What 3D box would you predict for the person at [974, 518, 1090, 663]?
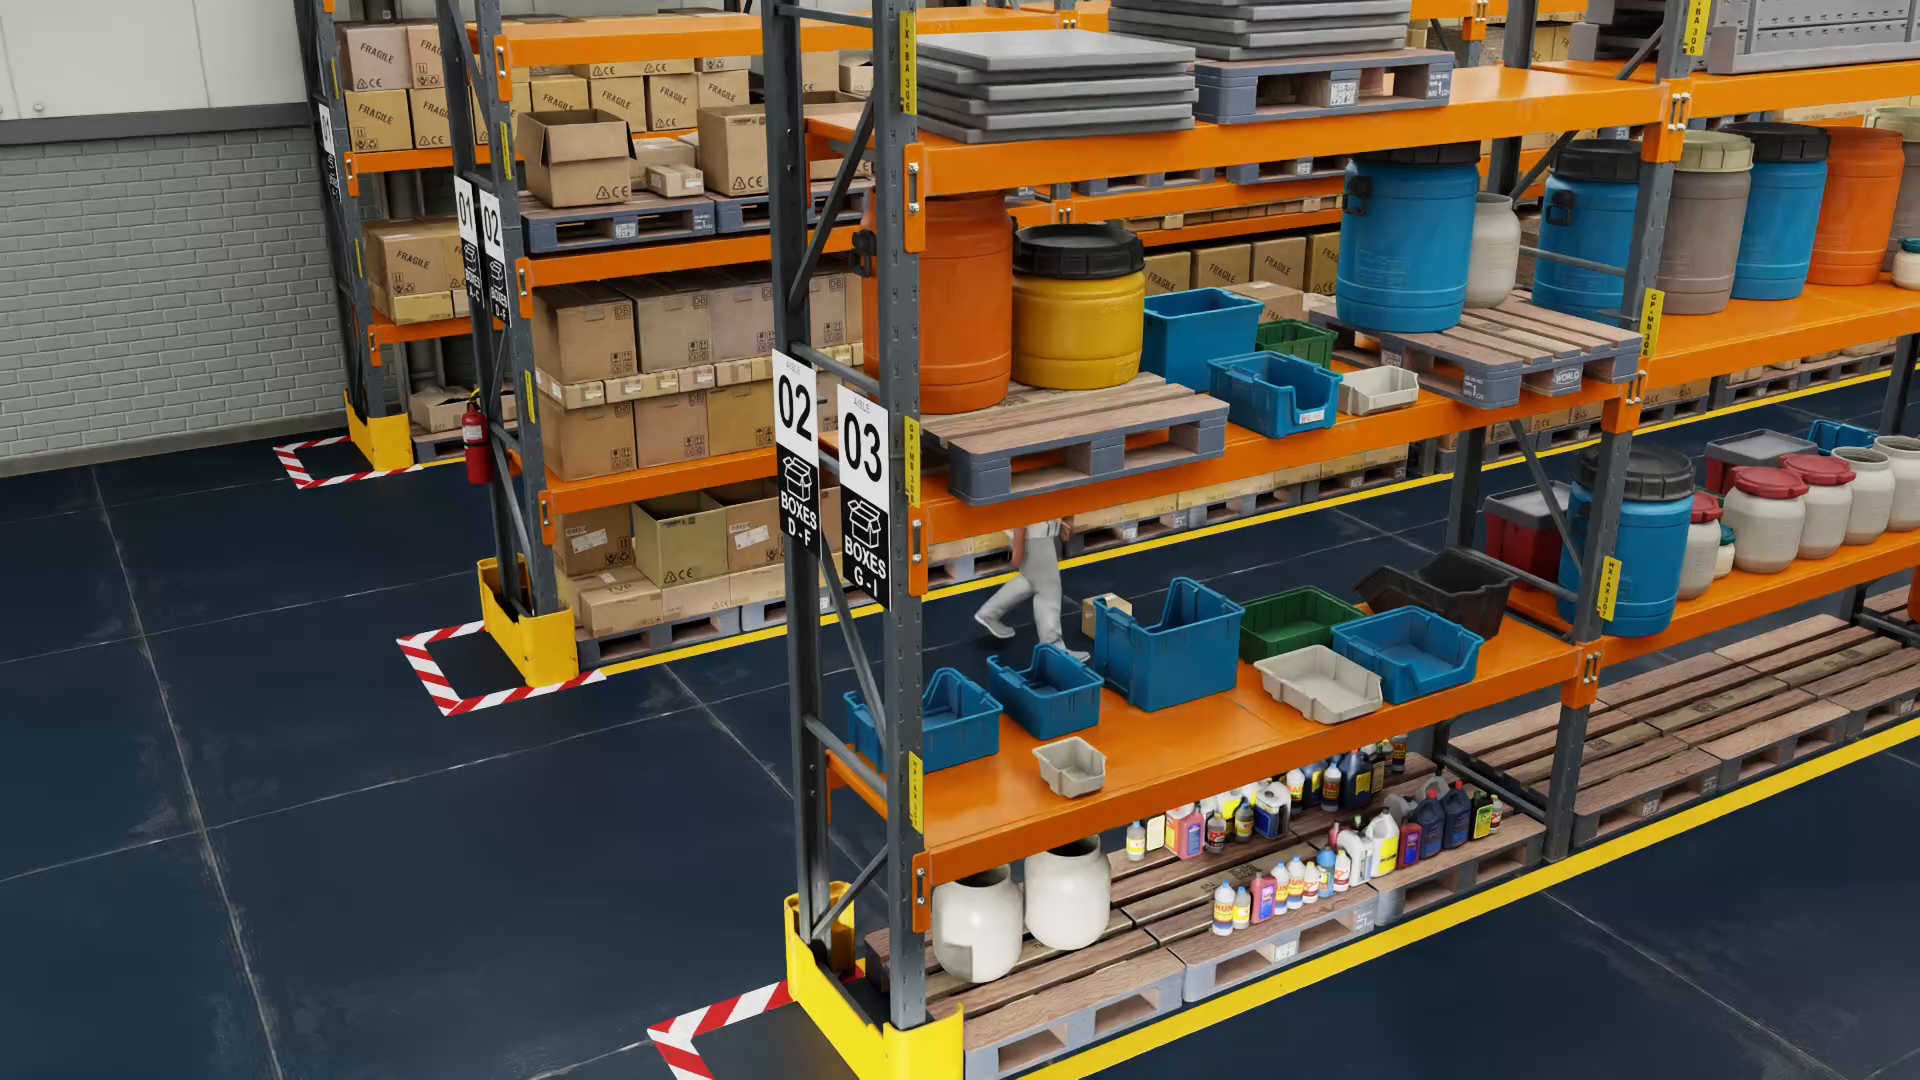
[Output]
[{"bbox_3d":[0.491,-0.044,11.190,0.783,1.709,0.580,0,22,0],"label":"person"}]
